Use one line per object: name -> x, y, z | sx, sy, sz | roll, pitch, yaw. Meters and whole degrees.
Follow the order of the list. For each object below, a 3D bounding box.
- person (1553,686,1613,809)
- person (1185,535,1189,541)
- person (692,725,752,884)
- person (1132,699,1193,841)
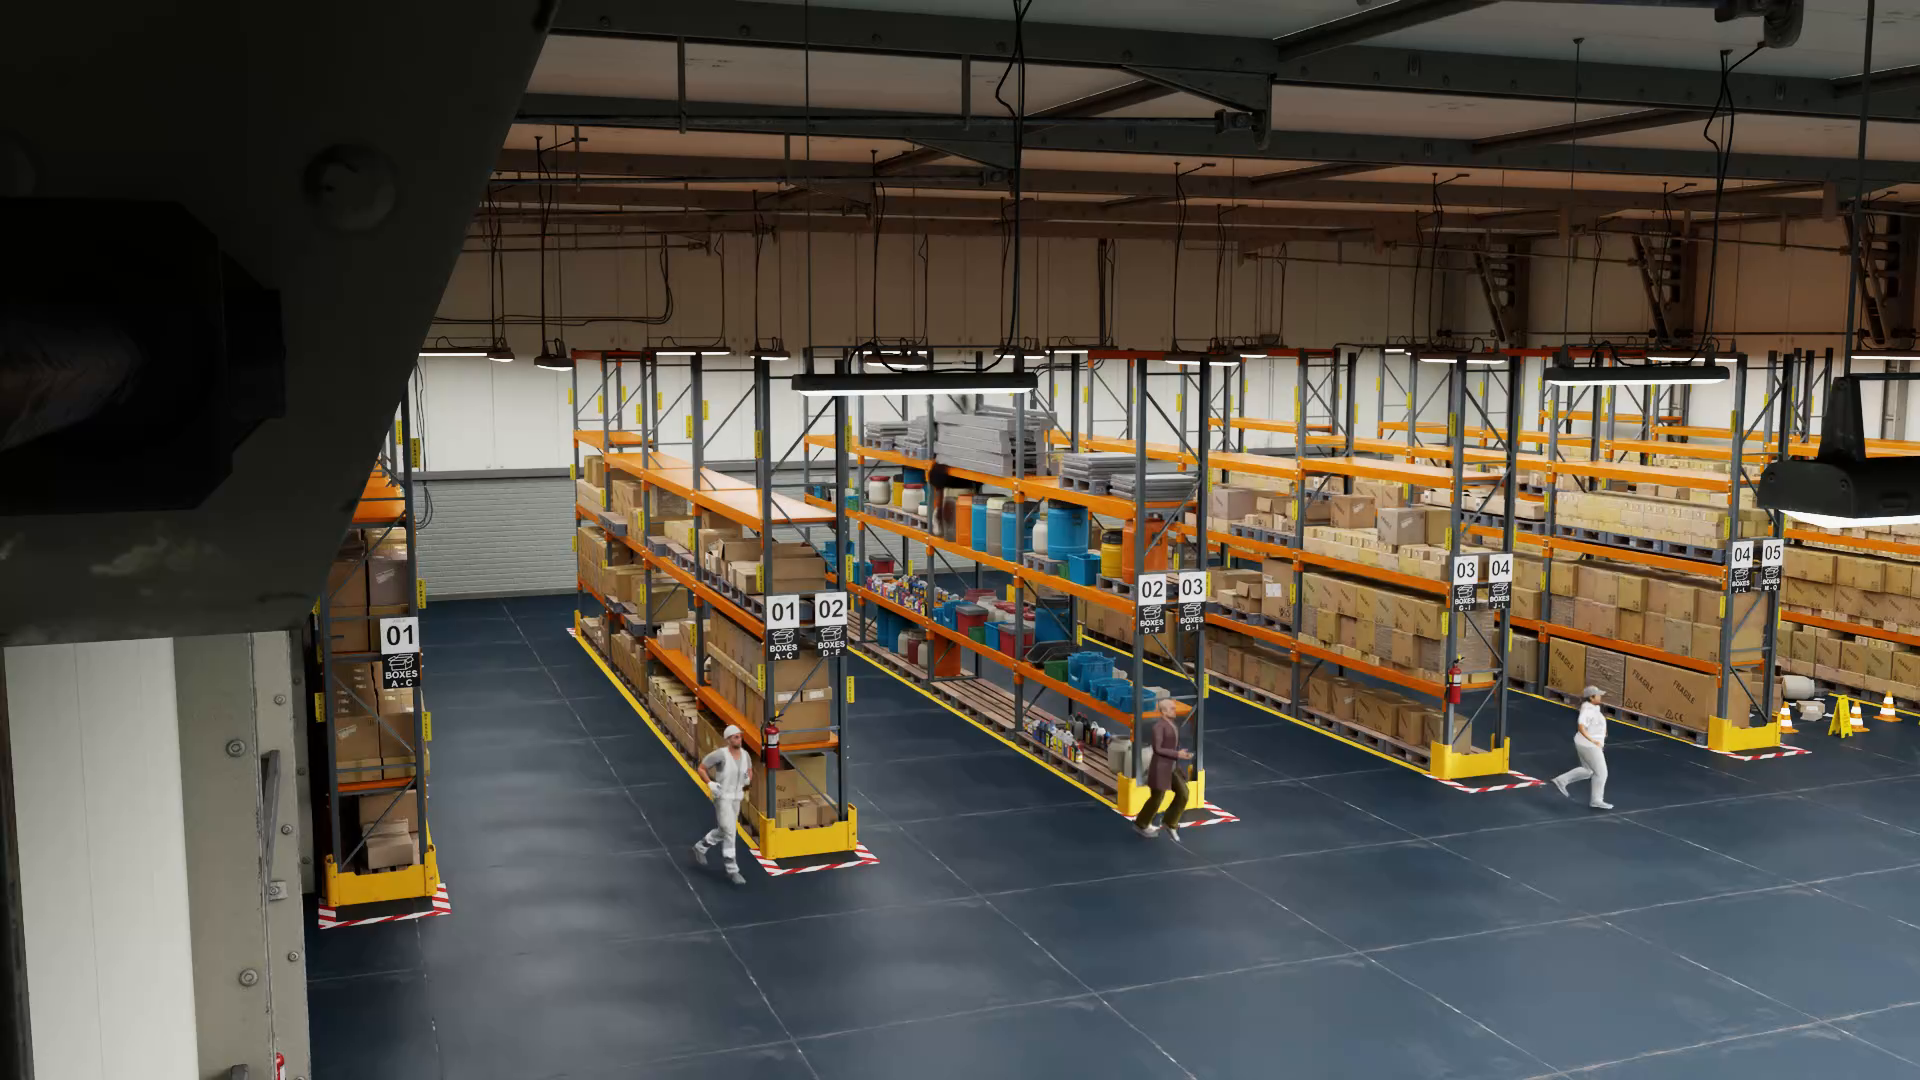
person -> 8.365, 2.757, 22.237 | 0.766, 1.648, 0.623 | 2, 7, 16
person -> 5.172, 0.715, 38.431 | 0.562, 1.652, 0.801 | -2, 7, -15
person -> -2.719, 3.048, 19.527 | 0.930, 1.788, 0.692 | 6, 9, 39
person -> 2.576, 2.898, 20.801 | 0.801, 1.825, 0.734 | 5, 8, 33
